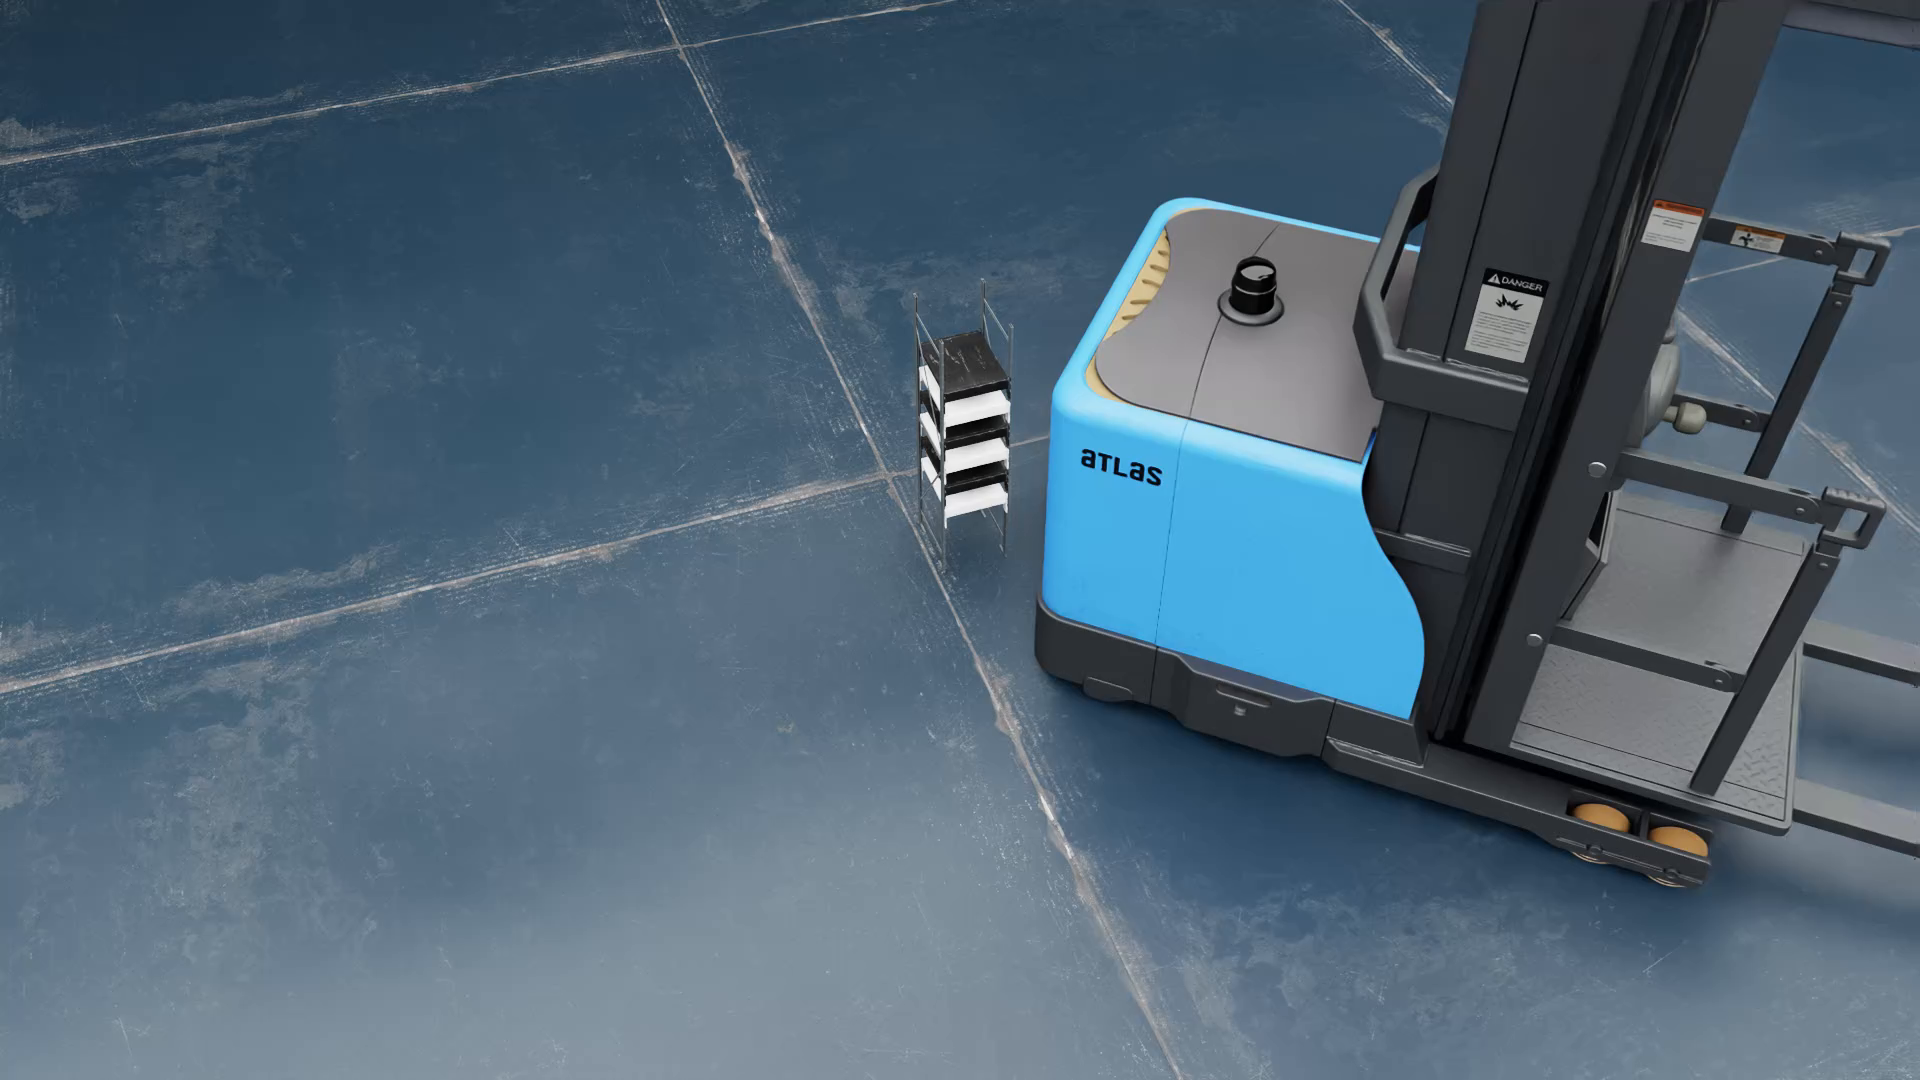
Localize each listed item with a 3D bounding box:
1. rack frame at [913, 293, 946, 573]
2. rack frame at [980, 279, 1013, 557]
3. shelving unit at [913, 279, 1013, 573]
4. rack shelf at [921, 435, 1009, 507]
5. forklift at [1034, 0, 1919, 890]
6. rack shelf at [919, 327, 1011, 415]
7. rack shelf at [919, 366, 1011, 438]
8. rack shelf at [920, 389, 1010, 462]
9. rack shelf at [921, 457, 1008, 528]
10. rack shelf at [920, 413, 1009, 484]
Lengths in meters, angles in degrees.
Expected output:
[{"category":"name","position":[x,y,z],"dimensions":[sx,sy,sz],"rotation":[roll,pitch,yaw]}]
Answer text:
[{"category":"rack frame","position":[-0.088,-0.295,4.909],"dimensions":[0.006,0.900,0.240],"rotation":[-14,47,-14]},{"category":"rack frame","position":[0.103,-0.344,4.958],"dimensions":[0.006,0.900,0.240],"rotation":[-14,47,-14]},{"category":"shelving unit","position":[0.008,-0.320,4.933],"dimensions":[0.210,0.900,0.258],"rotation":[-14,47,-14]},{"category":"rack shelf","position":[0.008,-0.233,5.021],"dimensions":[0.200,0.077,0.258],"rotation":[-14,47,-14]},{"category":"forklift","position":[1.784,-0.559,3.738],"dimensions":[3.031,2.935,1.130],"rotation":[16,47,15]},{"category":"rack shelf","position":[0.008,-0.487,4.766],"dimensions":[0.200,0.077,0.258],"rotation":[-14,47,-14]},{"category":"rack shelf","position":[0.008,-0.423,4.829],"dimensions":[0.200,0.077,0.258],"rotation":[-14,47,-14]},{"category":"rack shelf","position":[0.008,-0.360,4.893],"dimensions":[0.200,0.077,0.258],"rotation":[-14,47,-14]},{"category":"rack shelf","position":[0.008,-0.169,5.084],"dimensions":[0.200,0.077,0.258],"rotation":[-14,47,-14]},{"category":"rack shelf","position":[0.008,-0.296,4.957],"dimensions":[0.200,0.077,0.258],"rotation":[-14,47,-14]}]
